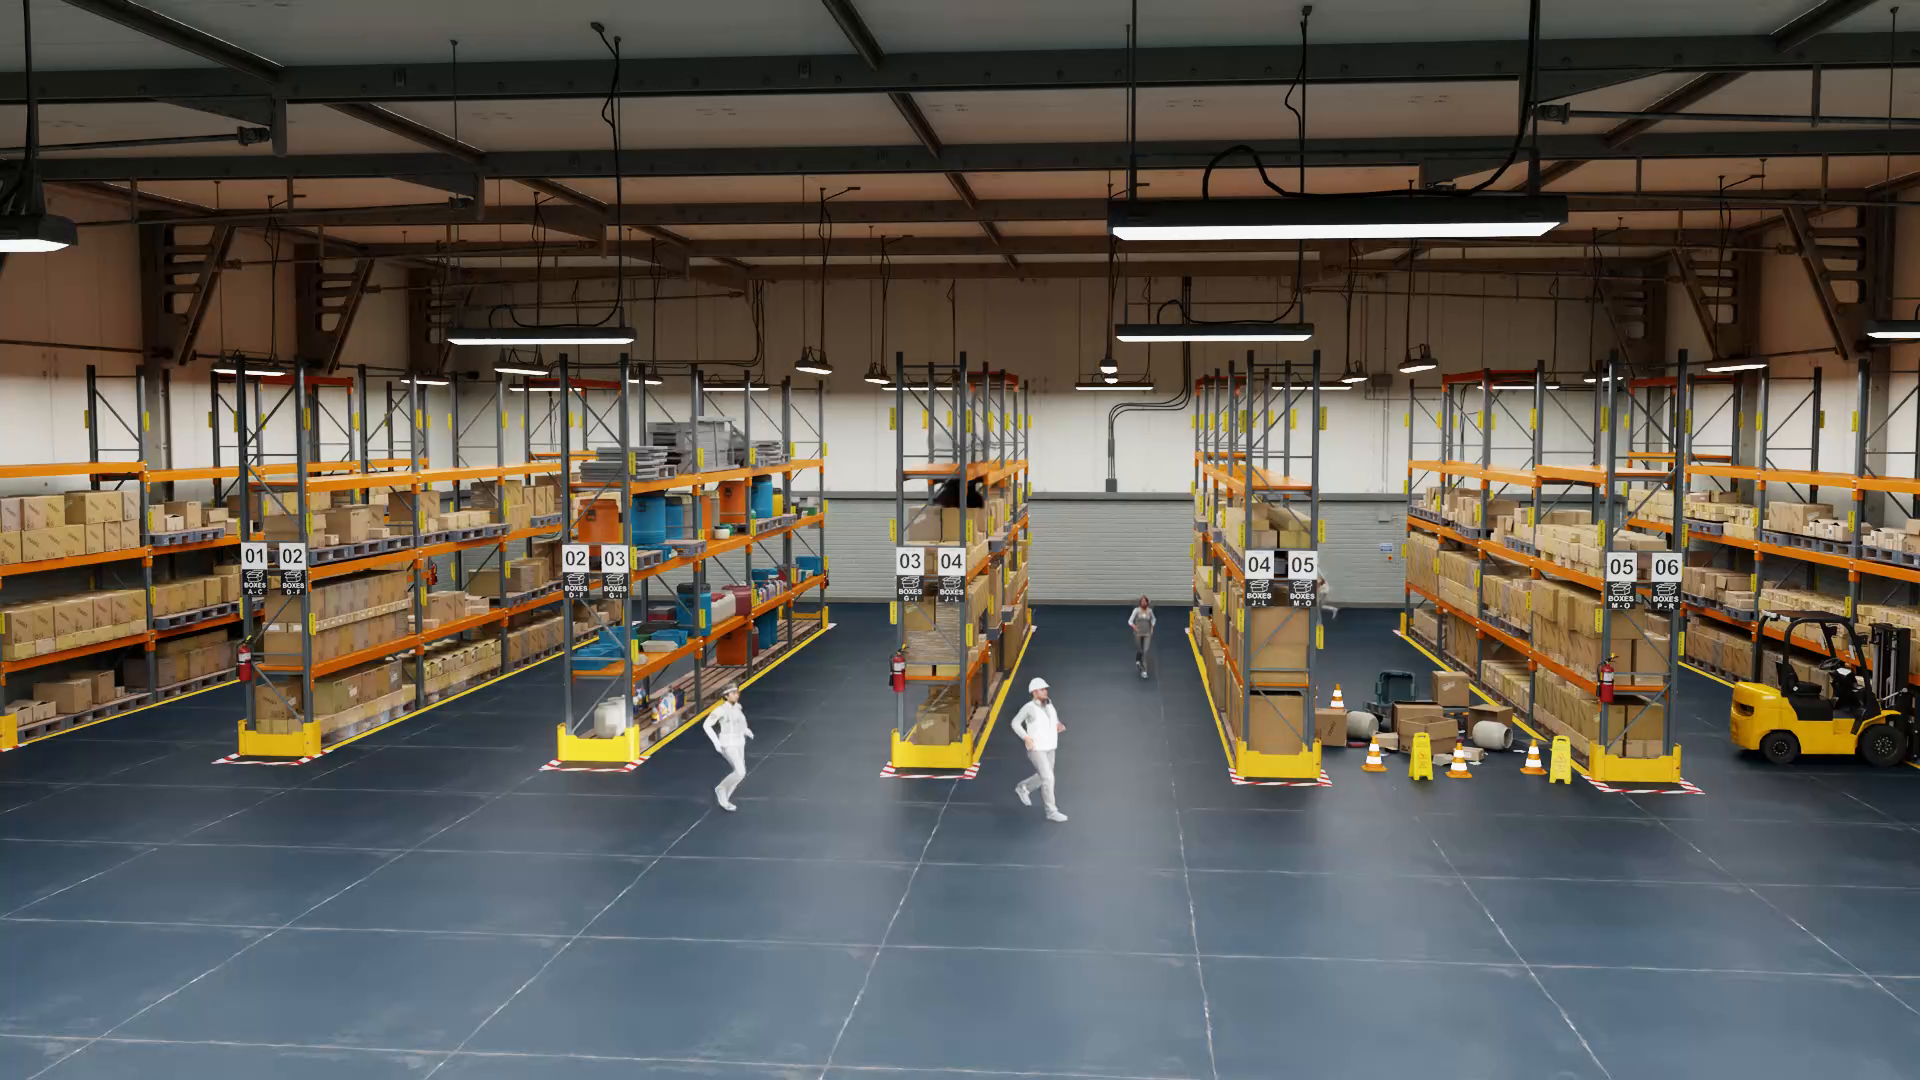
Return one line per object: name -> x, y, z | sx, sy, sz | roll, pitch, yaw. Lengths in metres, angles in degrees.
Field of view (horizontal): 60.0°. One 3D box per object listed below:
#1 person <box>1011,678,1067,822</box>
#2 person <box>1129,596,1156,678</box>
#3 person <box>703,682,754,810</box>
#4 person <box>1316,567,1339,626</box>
person -> 1.009, 2.620, 21.005 | 0.940, 1.750, 0.665 | 4, 5, 42
person -> 3.600, 1.890, 32.799 | 0.550, 1.589, 0.785 | 0, 4, 0
person -> -2.899, 2.651, 21.346 | 0.576, 1.660, 0.600 | 3, 5, 33
person -> 8.829, 1.294, 40.498 | 0.837, 1.718, 0.679 | 0, 4, -4
